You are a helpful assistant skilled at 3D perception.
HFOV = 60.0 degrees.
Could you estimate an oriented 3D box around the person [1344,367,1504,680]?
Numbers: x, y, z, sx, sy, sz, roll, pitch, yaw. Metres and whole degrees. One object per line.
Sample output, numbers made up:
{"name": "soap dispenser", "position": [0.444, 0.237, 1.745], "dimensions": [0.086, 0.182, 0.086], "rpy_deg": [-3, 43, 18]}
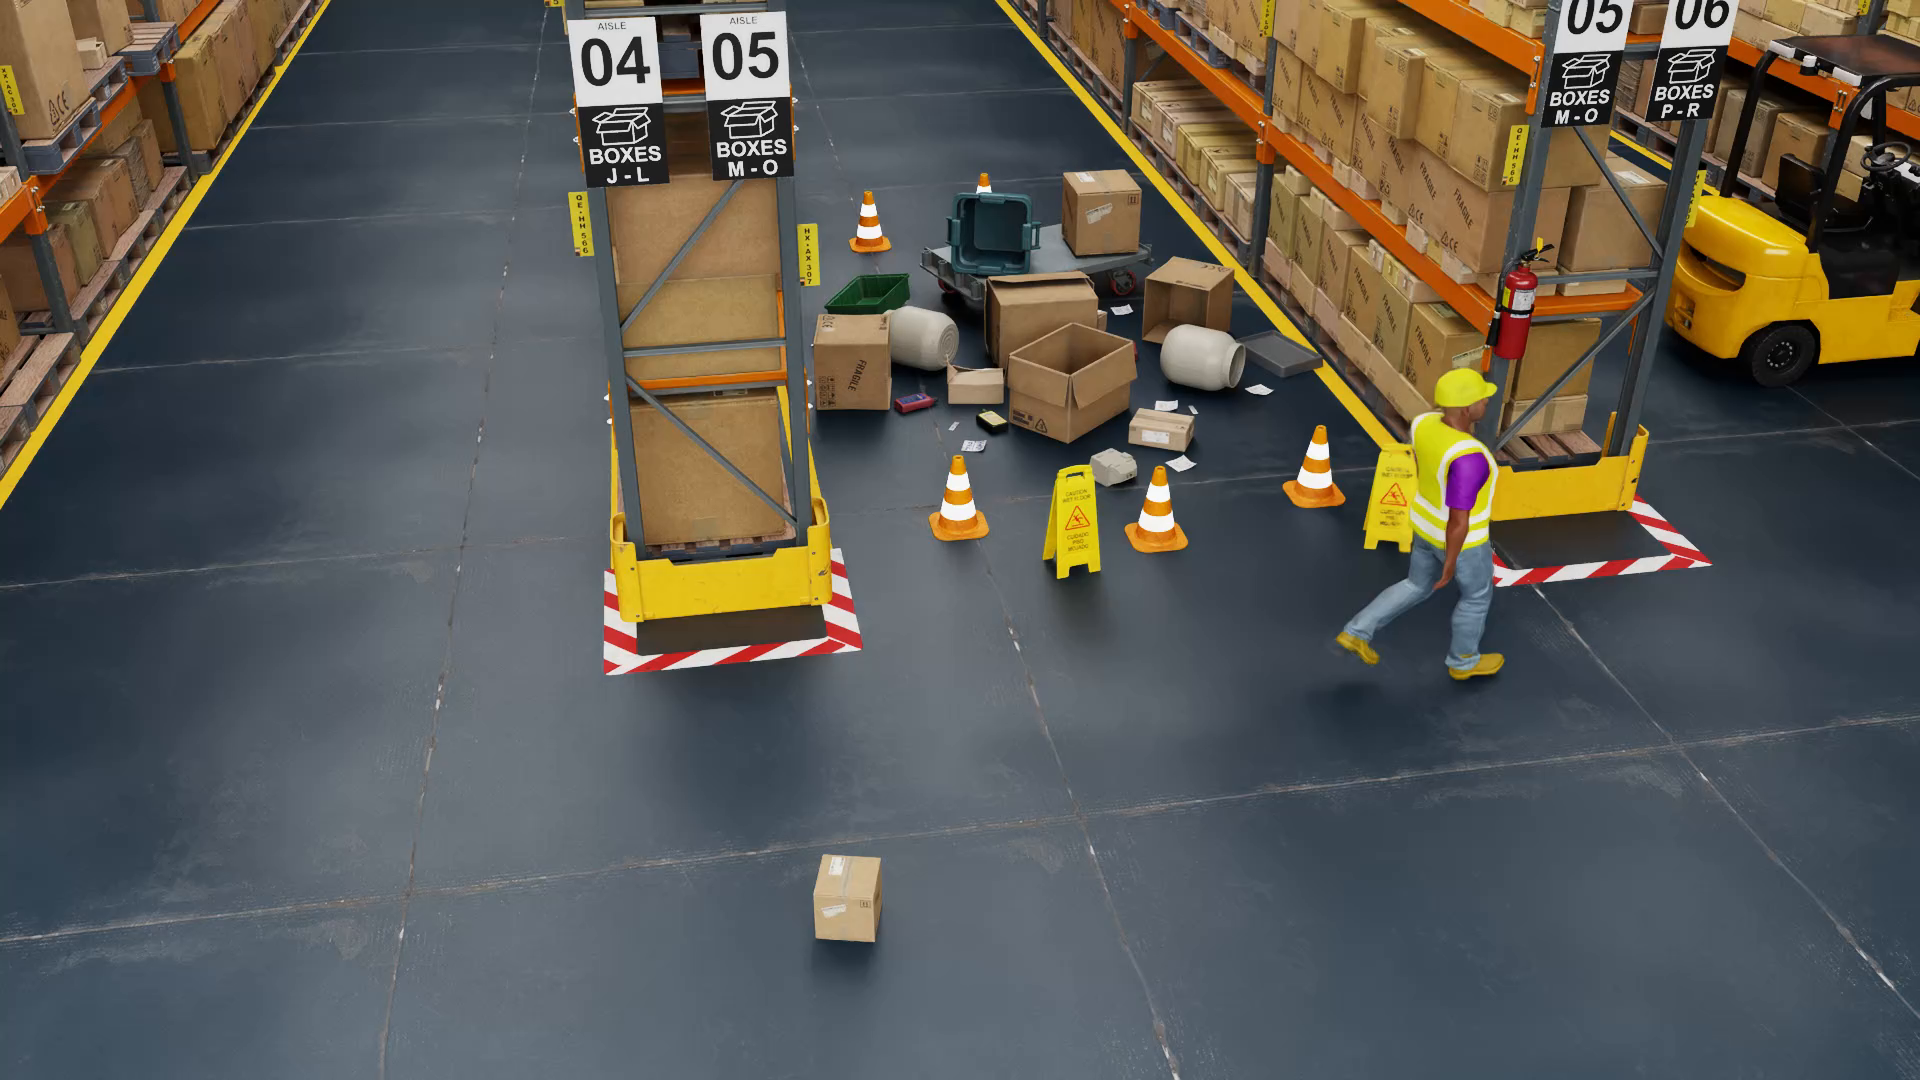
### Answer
{"name": "person", "position": [2.398, -0.054, 8.193], "dimensions": [0.850, 1.737, 0.555], "rpy_deg": [-10, 32, -17]}
